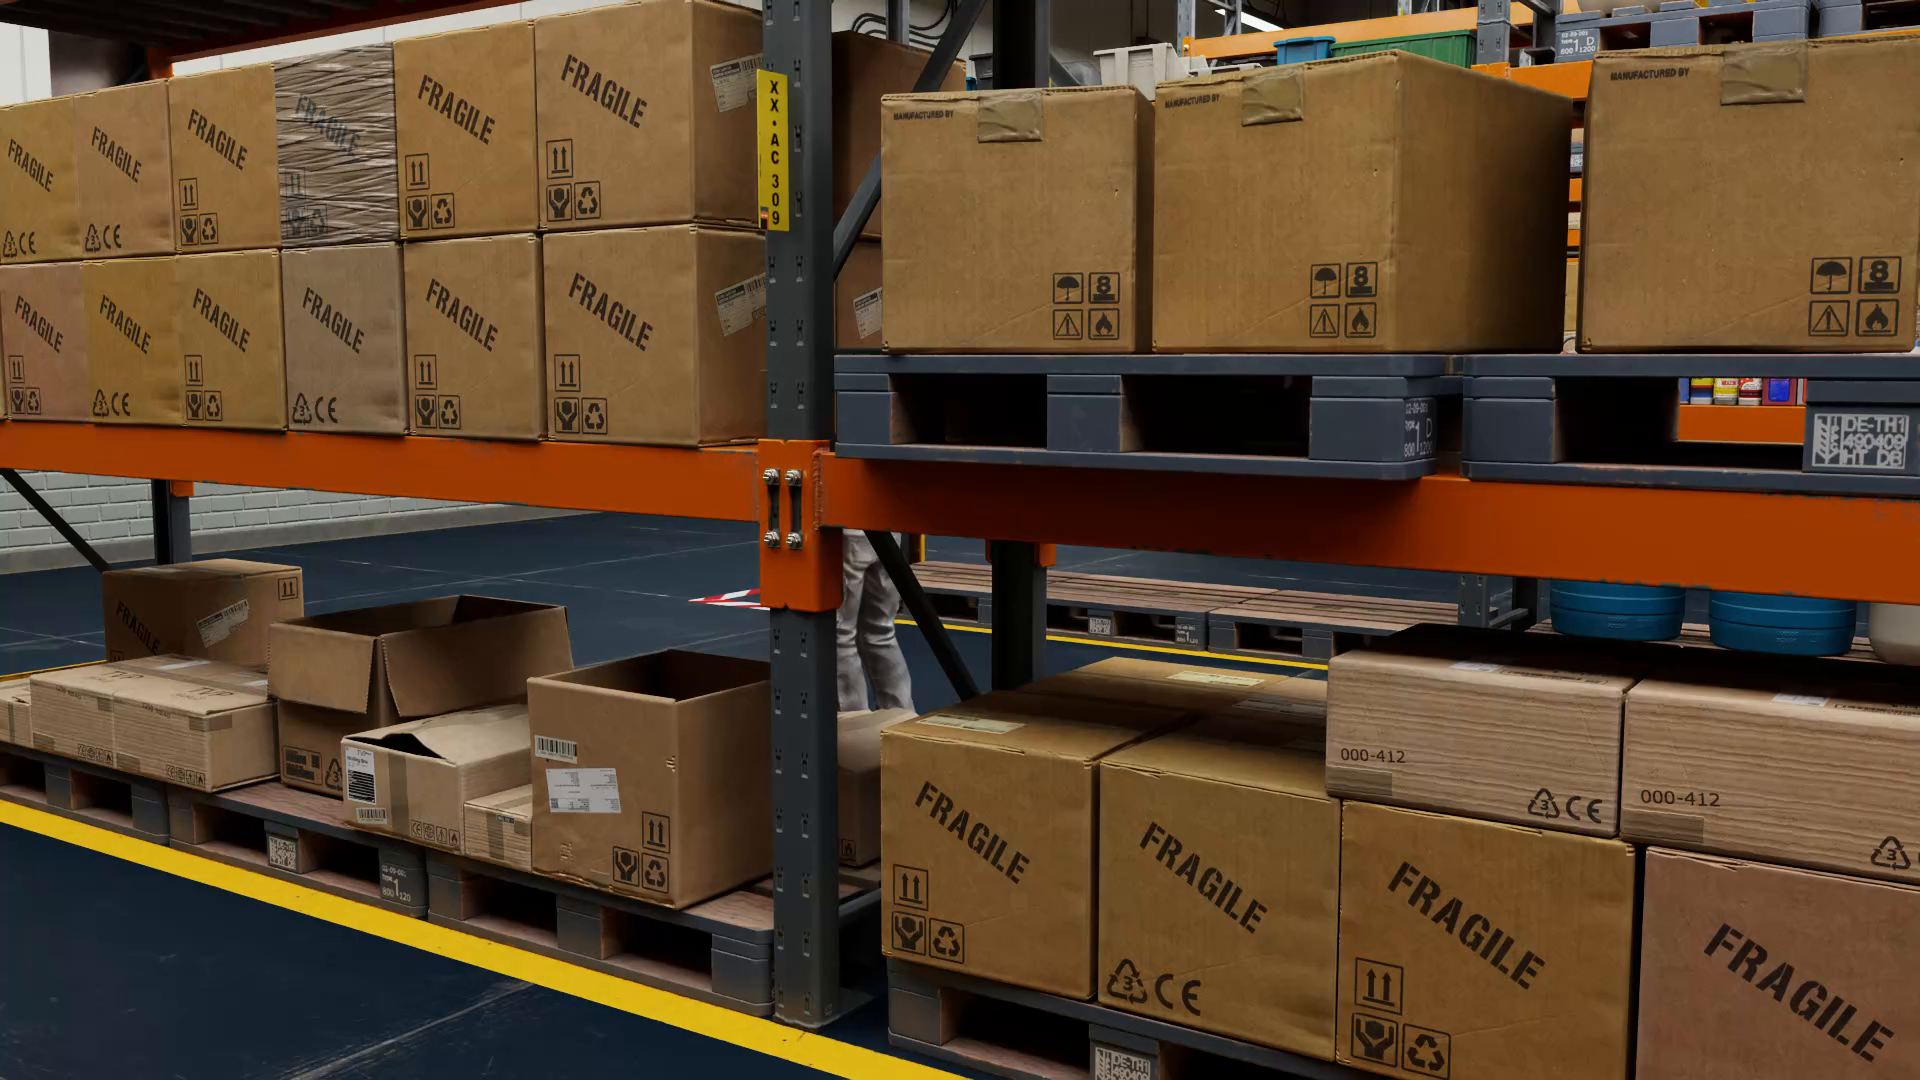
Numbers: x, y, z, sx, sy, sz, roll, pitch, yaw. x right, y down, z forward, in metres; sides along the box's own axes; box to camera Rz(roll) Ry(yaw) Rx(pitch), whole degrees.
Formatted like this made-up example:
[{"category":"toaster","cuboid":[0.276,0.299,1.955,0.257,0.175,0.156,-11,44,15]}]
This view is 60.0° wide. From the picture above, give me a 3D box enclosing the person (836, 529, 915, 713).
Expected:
[{"category":"person","cuboid":[-0.378,-0.022,5.856,0.354,1.777,0.547,4,8,35]}]
